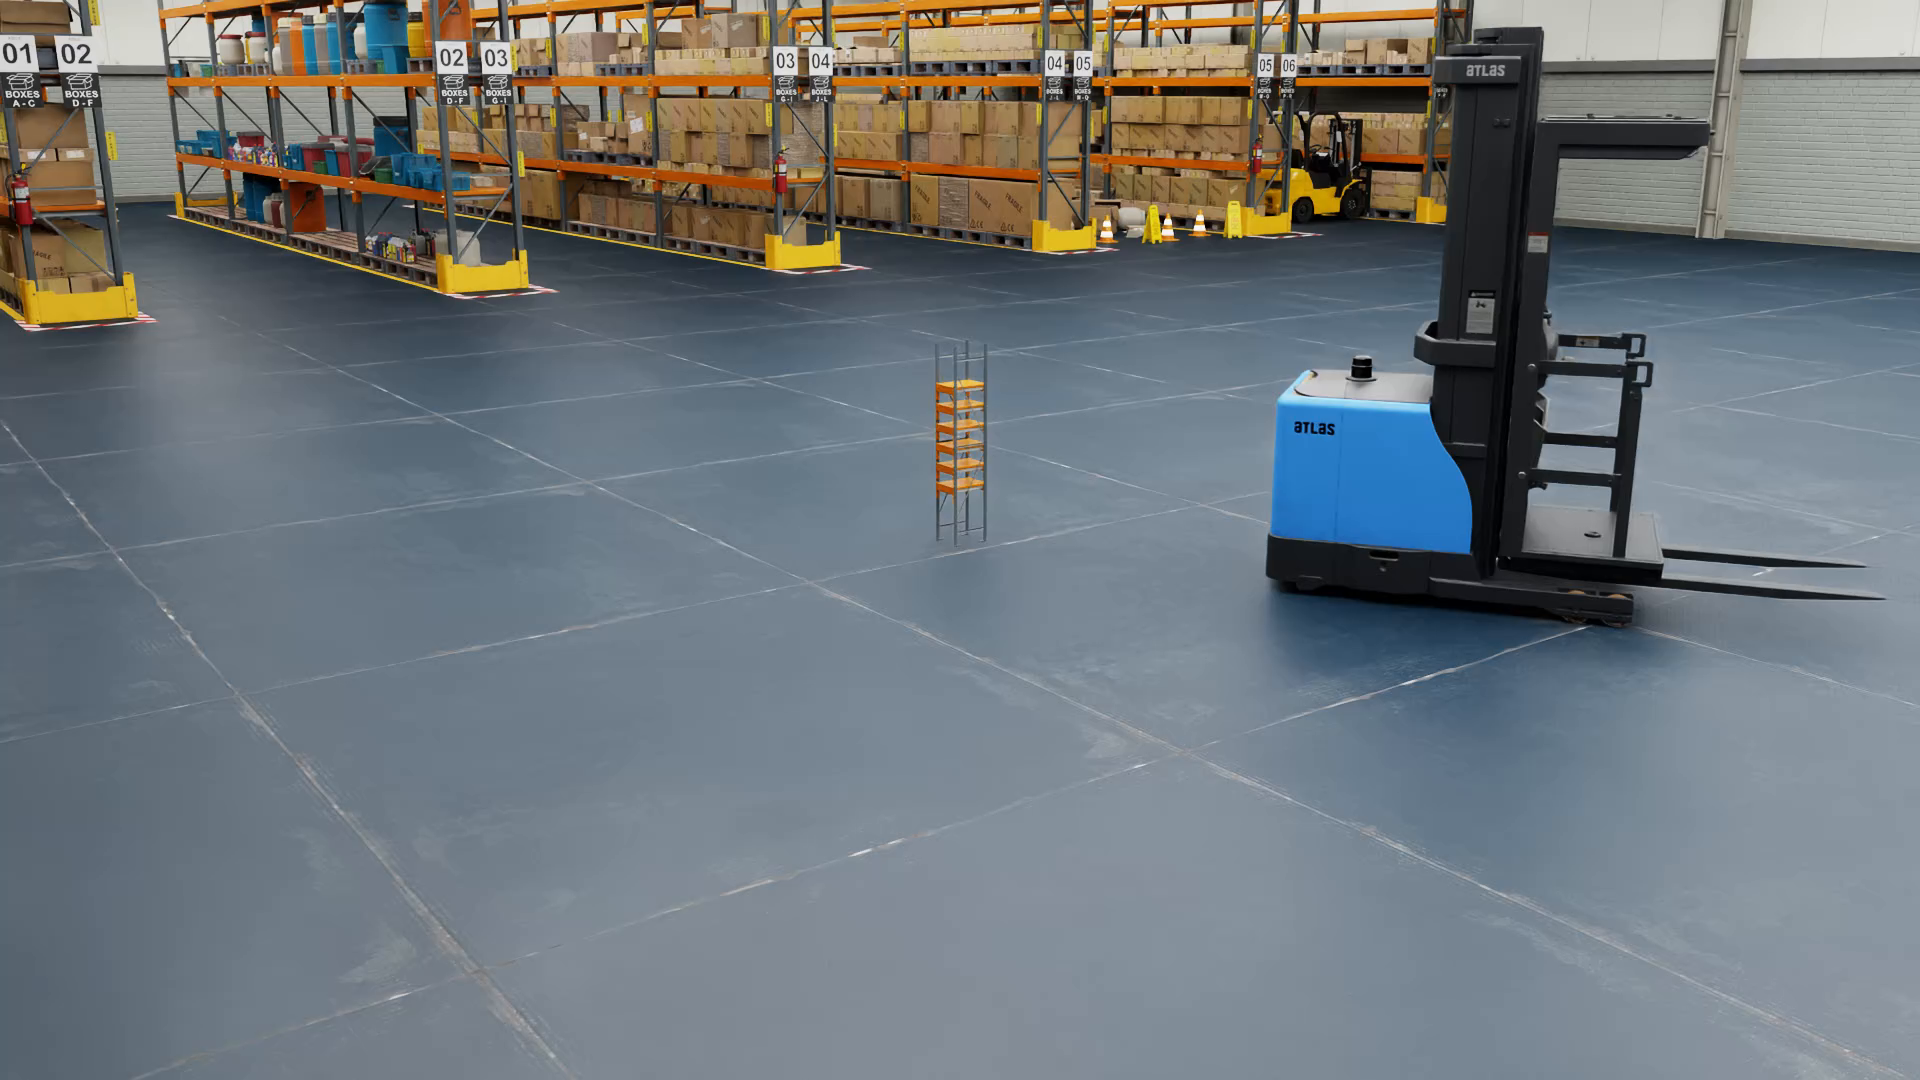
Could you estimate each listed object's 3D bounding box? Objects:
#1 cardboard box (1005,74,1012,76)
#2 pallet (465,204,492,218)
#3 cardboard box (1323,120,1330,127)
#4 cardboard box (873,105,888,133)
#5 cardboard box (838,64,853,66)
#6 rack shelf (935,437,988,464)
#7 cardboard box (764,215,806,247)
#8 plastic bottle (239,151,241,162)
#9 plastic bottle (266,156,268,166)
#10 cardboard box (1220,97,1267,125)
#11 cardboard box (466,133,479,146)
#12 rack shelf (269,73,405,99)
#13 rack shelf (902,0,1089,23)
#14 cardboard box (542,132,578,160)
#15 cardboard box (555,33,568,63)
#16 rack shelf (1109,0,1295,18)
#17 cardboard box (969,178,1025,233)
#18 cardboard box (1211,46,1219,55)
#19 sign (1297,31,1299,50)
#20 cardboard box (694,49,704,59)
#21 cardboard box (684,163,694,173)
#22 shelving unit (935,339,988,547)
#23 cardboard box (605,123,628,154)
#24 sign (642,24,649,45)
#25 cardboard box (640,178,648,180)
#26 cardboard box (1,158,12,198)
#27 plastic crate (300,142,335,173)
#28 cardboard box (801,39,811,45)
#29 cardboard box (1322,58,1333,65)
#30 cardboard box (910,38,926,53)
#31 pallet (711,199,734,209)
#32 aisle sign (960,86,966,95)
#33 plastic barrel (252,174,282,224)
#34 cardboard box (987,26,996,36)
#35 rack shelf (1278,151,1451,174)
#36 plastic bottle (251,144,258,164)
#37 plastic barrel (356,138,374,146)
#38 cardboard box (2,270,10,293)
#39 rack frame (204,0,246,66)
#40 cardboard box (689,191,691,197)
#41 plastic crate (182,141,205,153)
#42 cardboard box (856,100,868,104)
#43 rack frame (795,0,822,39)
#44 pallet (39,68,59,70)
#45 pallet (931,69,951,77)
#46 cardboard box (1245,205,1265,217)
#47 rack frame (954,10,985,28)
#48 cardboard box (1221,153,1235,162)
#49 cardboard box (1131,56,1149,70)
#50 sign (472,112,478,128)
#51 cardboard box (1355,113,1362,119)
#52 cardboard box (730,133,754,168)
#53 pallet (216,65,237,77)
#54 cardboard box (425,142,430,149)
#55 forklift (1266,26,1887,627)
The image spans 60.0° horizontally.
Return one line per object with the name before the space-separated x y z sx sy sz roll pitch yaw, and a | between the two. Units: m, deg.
cardboard box | 1.177 -10.071 35.763 0.396 0.266 0.258 -11 19 -35
pallet | -9.773 -6.983 35.189 1.003 0.211 1.213 -11 19 -35
cardboard box | 7.885 -8.780 35.054 0.380 0.149 0.250 -11 19 -35
cardboard box | -1.215 -7.938 31.315 0.700 0.500 0.500 -11 19 -35
cardboard box | -2.661 -11.838 40.788 0.500 0.500 0.500 -10 18 -34
rack shelf | 0.009 -0.533 9.918 0.258 0.103 0.180 -11 19 -35
cardboard box | -2.687 -4.724 25.592 0.500 0.500 0.500 -7 17 -24
plastic bottle | -13.113 -7.003 30.356 0.097 0.201 0.097 0 15 0
plastic bottle | -11.987 -6.594 28.862 0.097 0.201 0.097 0 15 0
cardboard box | 5.206 -7.878 30.531 0.700 0.500 0.500 -11 19 -36
cardboard box | -9.861 -8.278 34.360 0.500 0.250 0.500 -11 19 -36
rack shelf | -9.868 -7.203 26.392 1.077 0.370 4.000 -11 19 -35
rack shelf | 0.562 -9.120 28.471 1.077 0.370 4.000 -11 19 -35
cardboard box | -7.528 -7.414 31.294 0.500 0.500 0.500 -10 18 -33
cardboard box | -6.969 -8.895 30.075 0.500 0.500 0.500 -11 19 -34
rack shelf | 4.507 -10.101 31.305 1.077 0.370 4.000 -11 19 -35
cardboard box | 0.767 -5.839 28.957 0.875 0.875 0.875 -11 19 -35
cardboard box | 4.852 -9.041 30.708 0.380 0.149 0.250 -11 19 -34
sign | 6.121 -9.082 30.238 0.100 0.325 0.005 -11 19 -35
cardboard box | -3.946 -7.622 26.089 0.380 0.149 0.250 -11 19 -36
cardboard box | -4.228 -6.015 26.847 0.380 0.149 0.250 -11 19 -35
shelving unit | 0.009 -0.576 9.906 0.258 1.200 0.189 -11 19 -35
cardboard box | -5.779 -7.053 29.173 0.797 0.503 0.637 -9 18 -29
sign | -5.132 -8.244 27.108 0.100 0.325 0.005 -11 19 -35
cardboard box | -7.332 -8.592 39.263 0.380 0.149 0.250 -11 19 -35
cardboard box | -11.525 -4.534 20.771 0.700 0.500 0.500 -10 18 -33
plastic crate | -10.341 -6.169 26.811 0.402 0.464 0.583 -11 19 -35
cardboard box | -3.284 -10.151 34.161 0.396 0.266 0.258 -11 19 -35
cardboard box | 7.814 -10.024 34.826 0.380 0.149 0.250 -10 18 -33
cardboard box | -0.553 -8.814 29.652 0.500 0.250 0.500 -11 19 -34
pallet | -4.859 -7.391 36.679 1.003 0.211 1.213 -11 19 -35
aisle sign | 0.010 -12.540 45.286 0.394 0.787 0.004 -11 19 -35
plastic barrel | -12.673 -6.305 30.609 0.600 0.901 0.708 -11 19 -35
cardboard box | 0.670 -8.536 27.881 0.380 0.149 0.250 -11 19 -34
rack shelf | 8.519 -7.980 34.914 1.077 0.370 4.000 -11 19 -35
plastic bottle | -12.546 -6.879 29.622 0.144 0.351 0.185 -11 19 -35
plastic barrel | -9.508 -6.137 26.558 0.433 0.535 0.433 0 15 0
cardboard box | -11.502 -3.210 20.537 0.500 0.250 0.500 -11 19 -35
rack frame | -13.396 -10.278 30.583 1.000 3.000 0.127 -11 19 -35
cardboard box | -5.909 -7.828 37.601 0.380 0.149 0.250 -10 18 -33
plastic crate | -15.481 -7.942 33.616 0.416 0.233 0.300 -11 19 -35
cardboard box | -2.166 -10.389 40.270 0.500 0.500 0.500 -11 19 -35
rack frame | -3.725 -13.439 42.132 1.000 3.000 0.127 -11 19 -35
pallet | -12.178 -6.134 21.292 1.003 0.211 1.213 -11 19 -35
pallet | -0.103 -10.561 37.655 1.003 0.211 1.213 -10 18 -32
cardboard box | 5.432 -6.221 31.535 0.500 0.250 0.500 -11 19 -35
rack frame | 0.288 -14.210 44.950 1.000 3.000 0.127 -11 19 -35
cardboard box | 5.051 -7.091 30.780 0.380 0.149 0.250 -11 19 -35
cardboard box | 3.679 -9.256 32.251 0.500 0.250 0.500 -11 19 -35
sign | -9.837 -8.523 33.743 0.100 0.325 0.005 -11 19 -35
cardboard box | 8.408 -8.775 34.474 0.380 0.149 0.250 -11 19 -34
cardboard box | -3.026 -5.992 25.535 0.875 0.500 0.500 -11 19 -35
pallet | -12.856 -8.588 30.447 1.213 0.211 1.003 -11 19 -35
cardboard box | -11.496 -8.650 36.474 0.380 0.149 0.250 -11 19 -36
forklift | 3.247 -1.128 8.646 3.031 2.935 1.130 5 16 19
